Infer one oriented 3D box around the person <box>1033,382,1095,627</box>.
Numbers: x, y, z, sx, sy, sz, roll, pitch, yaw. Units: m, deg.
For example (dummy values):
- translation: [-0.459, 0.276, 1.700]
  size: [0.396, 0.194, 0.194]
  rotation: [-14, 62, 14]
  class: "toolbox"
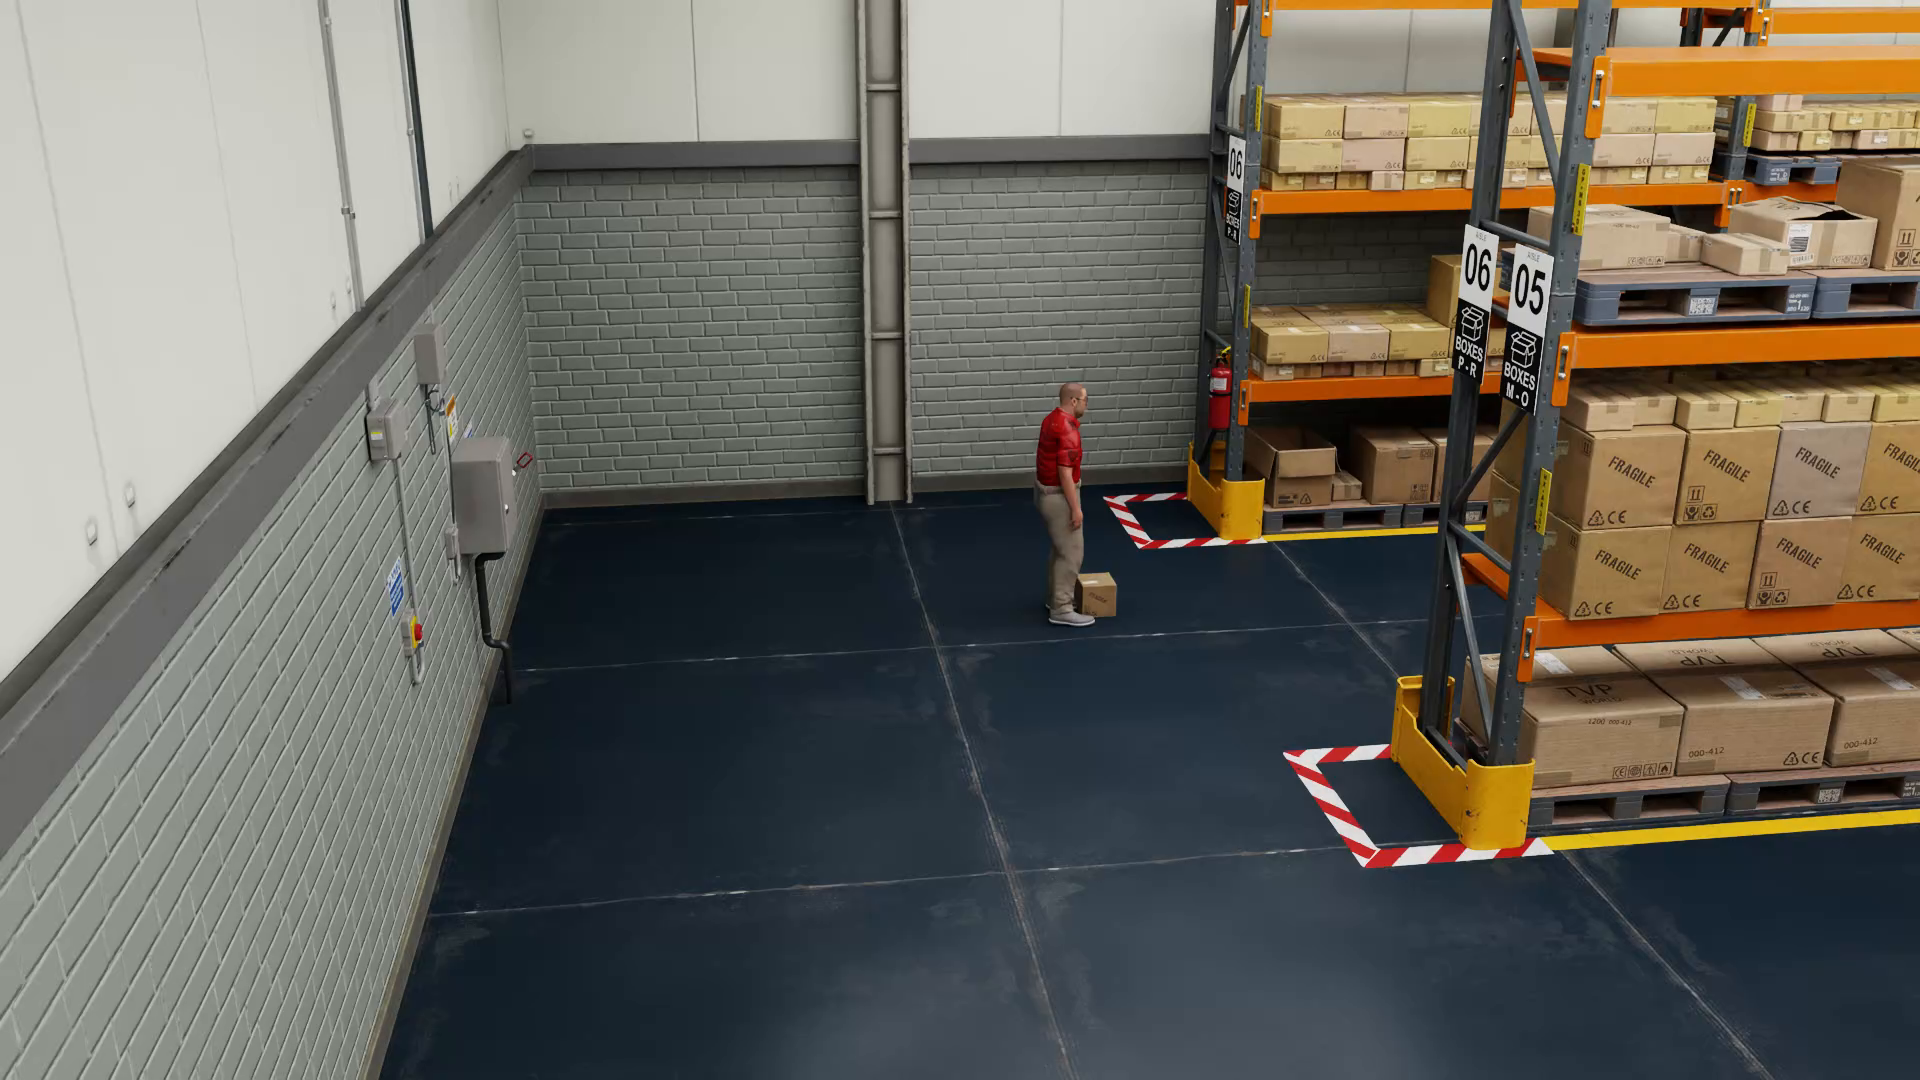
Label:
- translation: [0.758, -0.279, 11.866]
  size: [0.436, 1.726, 0.599]
  rotation: [-4, 20, -11]
  class: "person"
